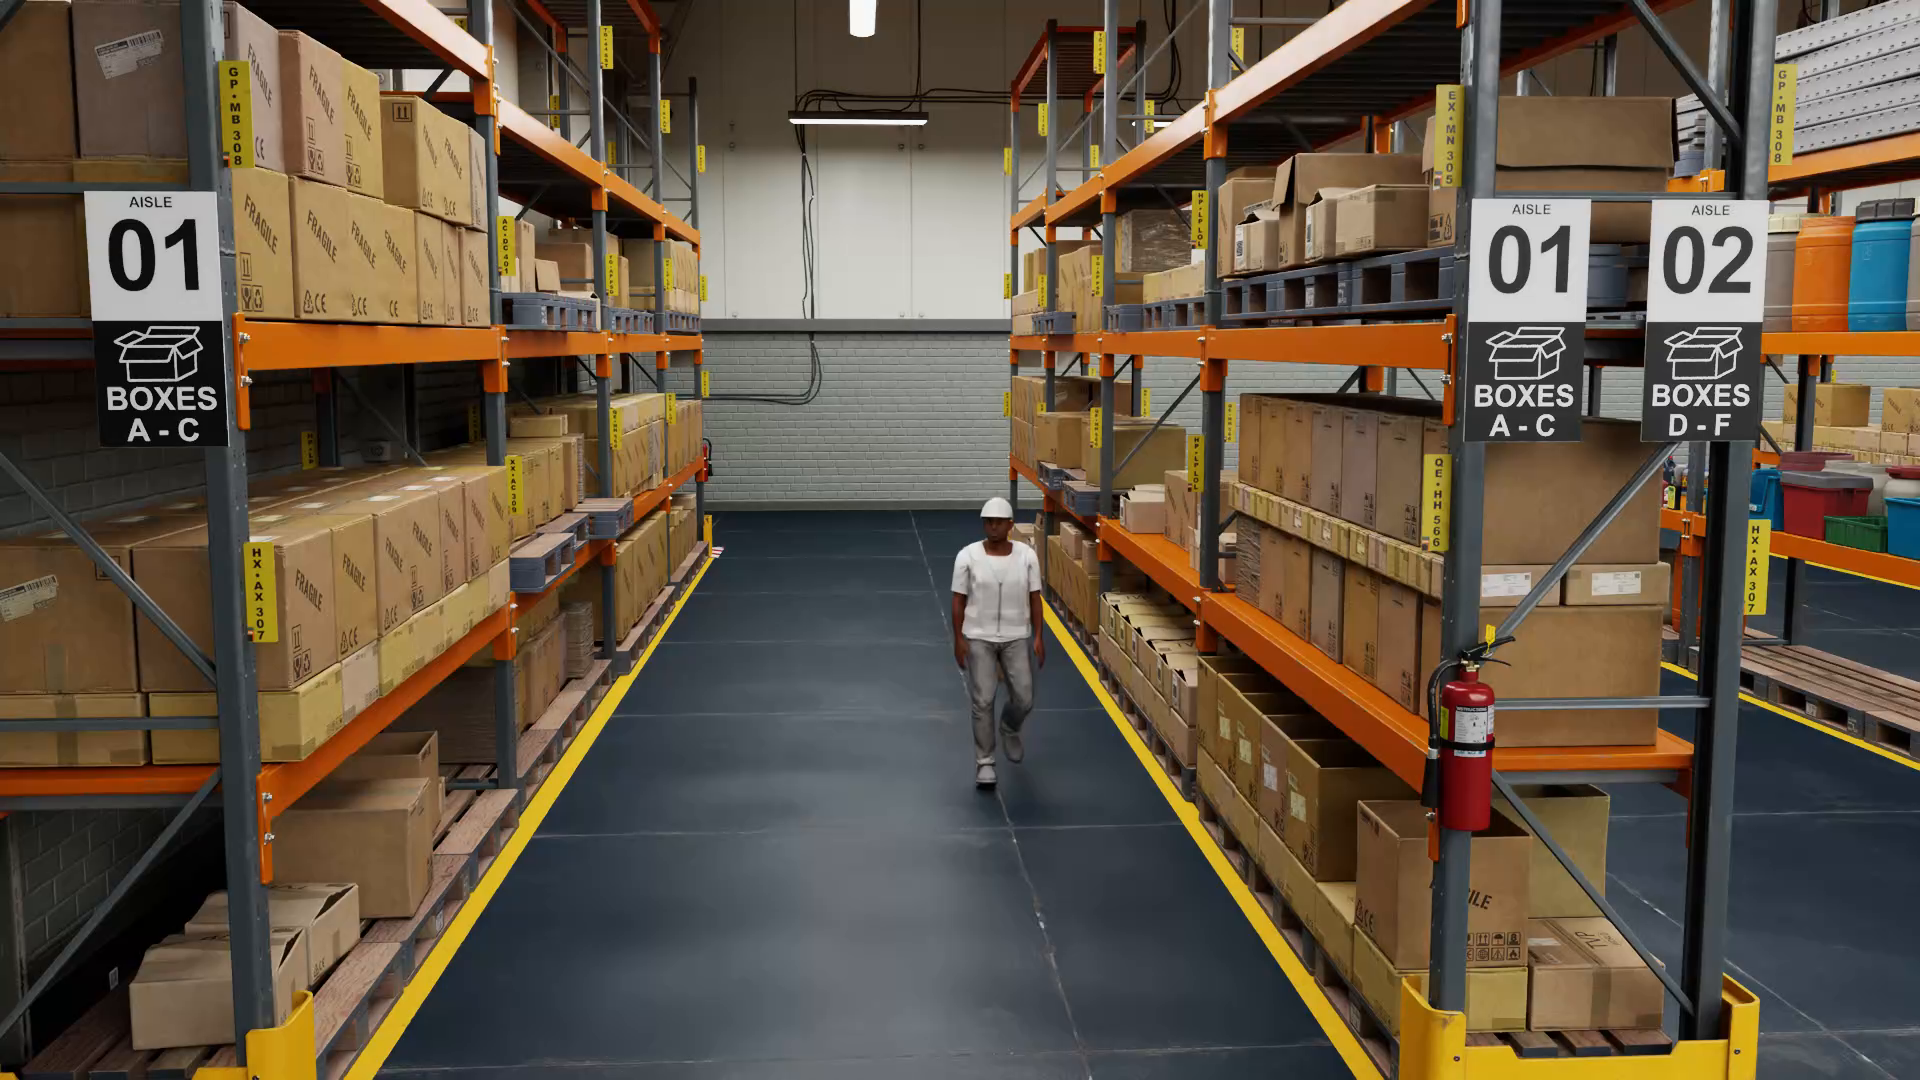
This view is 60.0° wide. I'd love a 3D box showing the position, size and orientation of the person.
[{"bbox_3d":[0.238,0.609,10.340,0.586,1.758,0.548,0,7,-2],"label":"person"}]
